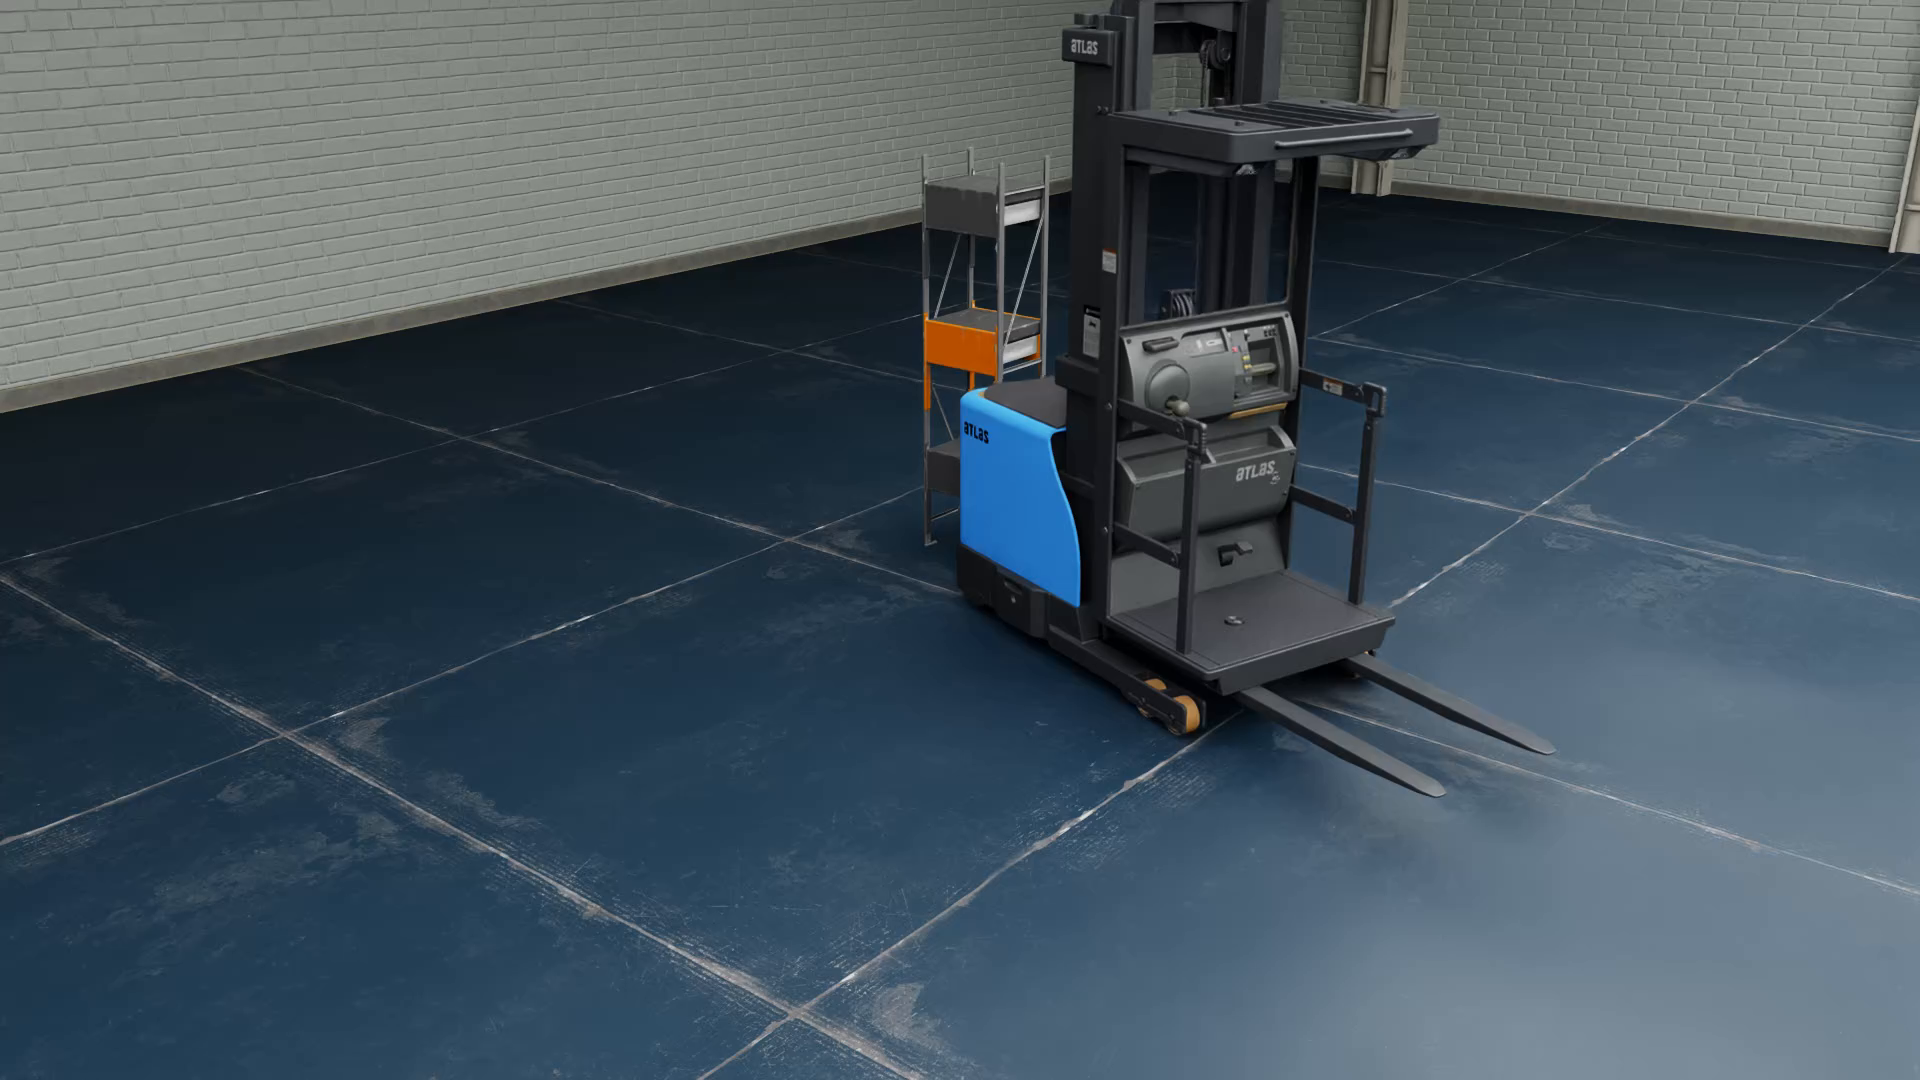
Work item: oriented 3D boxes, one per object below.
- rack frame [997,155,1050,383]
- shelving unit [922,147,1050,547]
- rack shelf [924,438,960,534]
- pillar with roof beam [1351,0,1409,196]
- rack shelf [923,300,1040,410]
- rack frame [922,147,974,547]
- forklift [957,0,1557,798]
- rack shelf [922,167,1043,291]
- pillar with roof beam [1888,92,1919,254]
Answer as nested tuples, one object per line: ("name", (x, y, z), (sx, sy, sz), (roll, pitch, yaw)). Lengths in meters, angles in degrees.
("rack frame", (0.317, -0.891, 8.555), (0.015, 2.100, 0.400), (16, 26, 36))
("shelving unit", (0.128, -0.946, 8.700), (0.503, 2.100, 0.431), (16, 26, 36))
("rack shelf", (0.128, -0.278, 8.952), (0.480, 0.518, 0.431), (16, 26, 36))
("pillar with roof beam", (2.344, -7.307, 15.792), (0.400, 9.000, 9.100), (16, 26, 36))
("rack shelf", (0.128, -0.933, 8.705), (0.480, 0.518, 0.431), (16, 26, 36))
("rack frame", (-0.061, -1.000, 8.844), (0.015, 2.100, 0.400), (16, 26, 36))
("forklift", (1.201, -0.740, 6.976), (1.130, 2.935, 3.031), (-13, 24, -30))
("rack shelf", (0.128, -1.588, 8.458), (0.480, 0.518, 0.431), (16, 26, 36))
("pillar with roof beam", (6.992, -5.969, 12.242), (0.400, 9.000, 9.100), (16, 26, 36))
